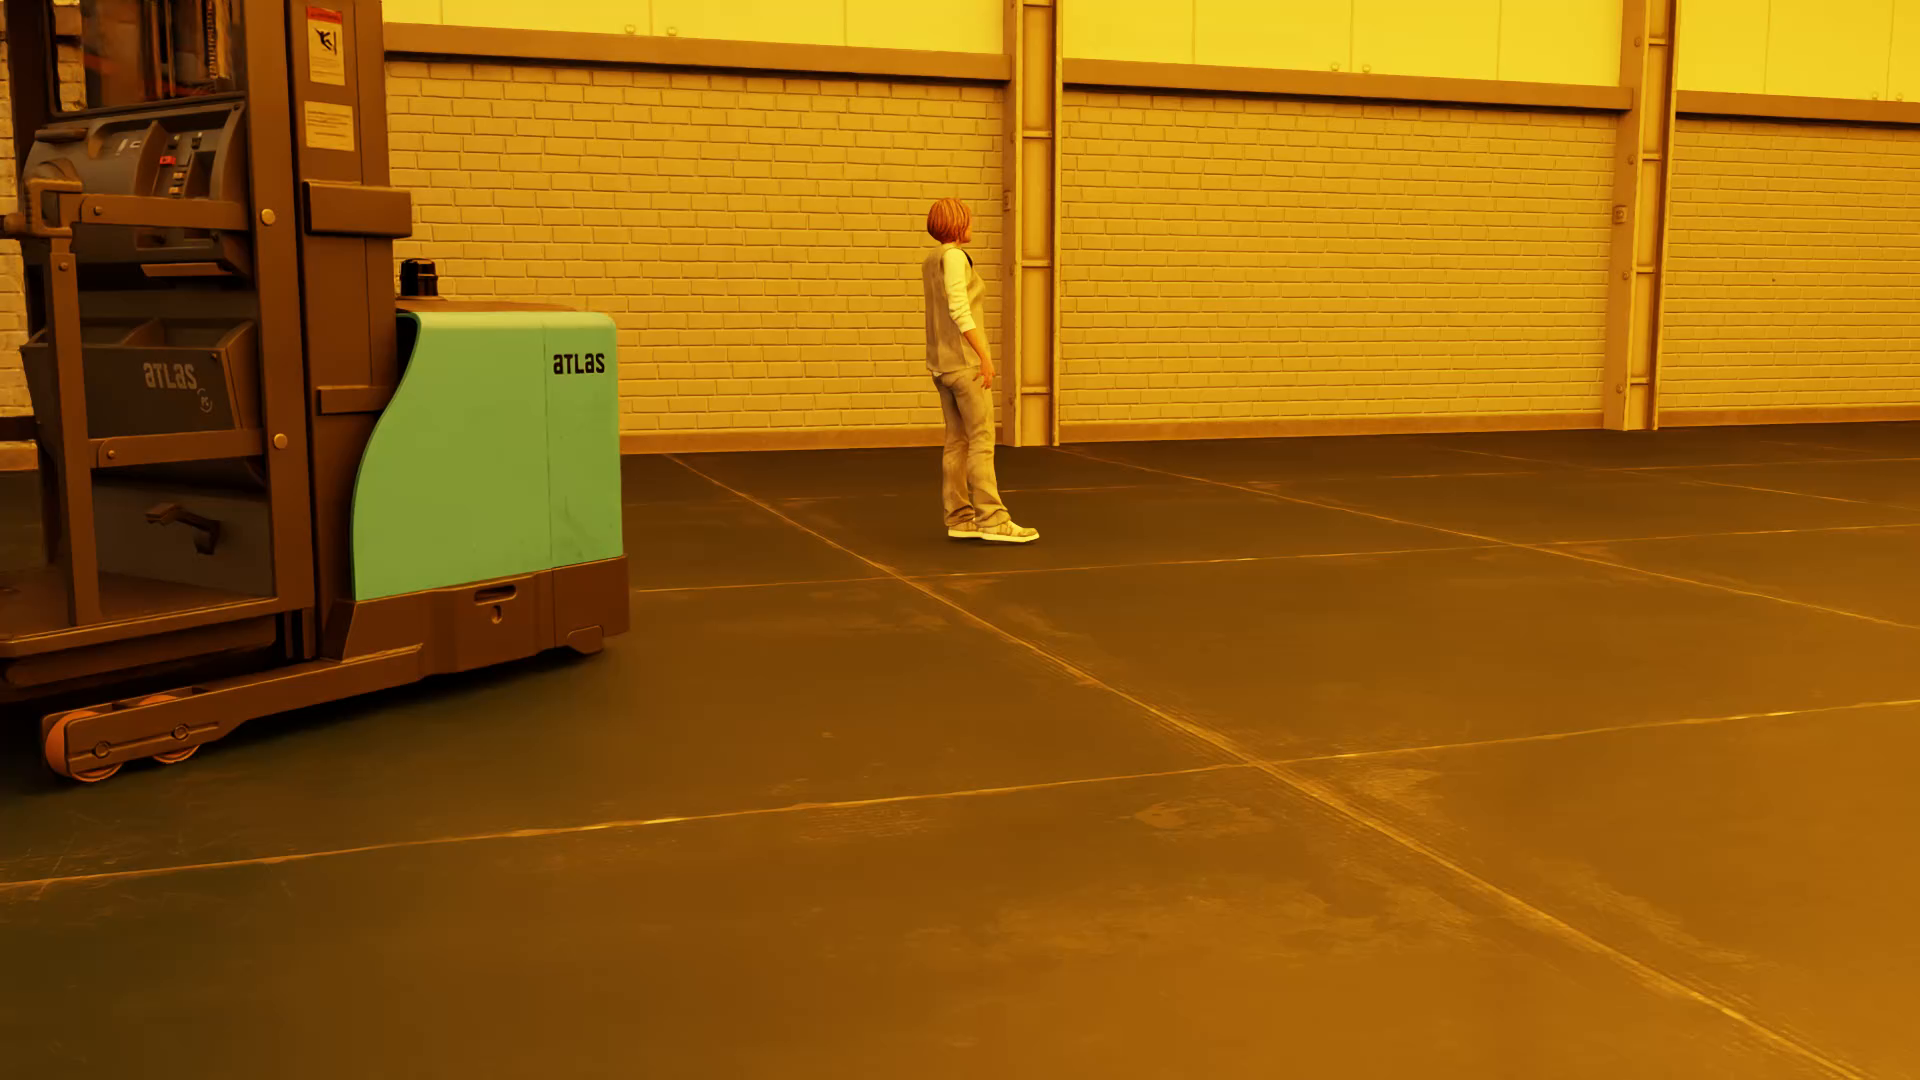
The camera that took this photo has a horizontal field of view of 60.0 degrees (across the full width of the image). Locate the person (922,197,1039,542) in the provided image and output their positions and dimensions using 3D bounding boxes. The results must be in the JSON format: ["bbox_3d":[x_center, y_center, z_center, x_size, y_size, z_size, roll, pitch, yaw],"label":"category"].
[{"bbox_3d":[0.075,-0.800,7.825,0.473,1.599,0.520,-3,8,-18],"label":"person"}]

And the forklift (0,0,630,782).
[{"bbox_3d":[-2.277,-0.967,4.153,1.130,2.935,3.031,5,9,33],"label":"forklift"}]
